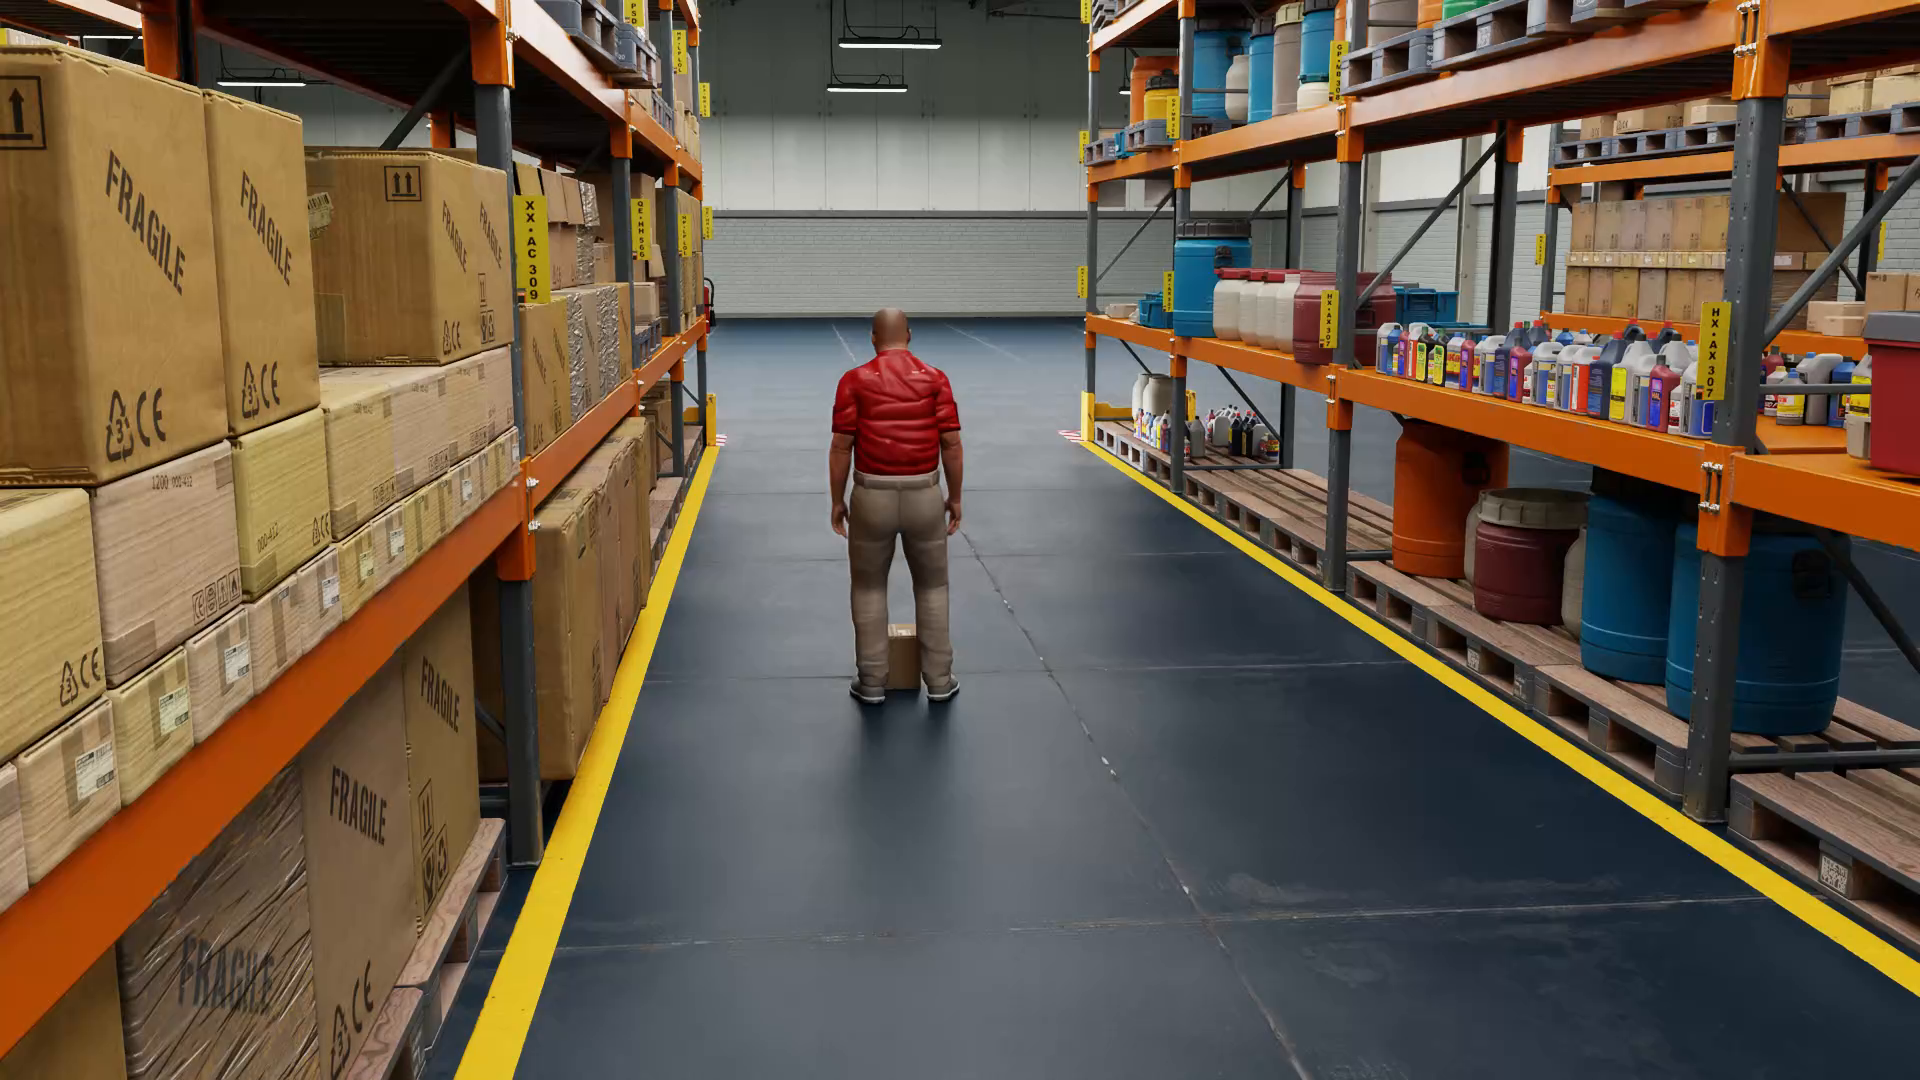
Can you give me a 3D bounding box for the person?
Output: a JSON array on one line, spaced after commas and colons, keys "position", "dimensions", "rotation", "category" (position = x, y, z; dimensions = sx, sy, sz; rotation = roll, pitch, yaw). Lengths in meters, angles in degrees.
[{"position": [-0.277, -0.149, 7.291], "dimensions": [0.586, 1.727, 0.393], "rotation": [-1, 10, -6], "category": "person"}]
